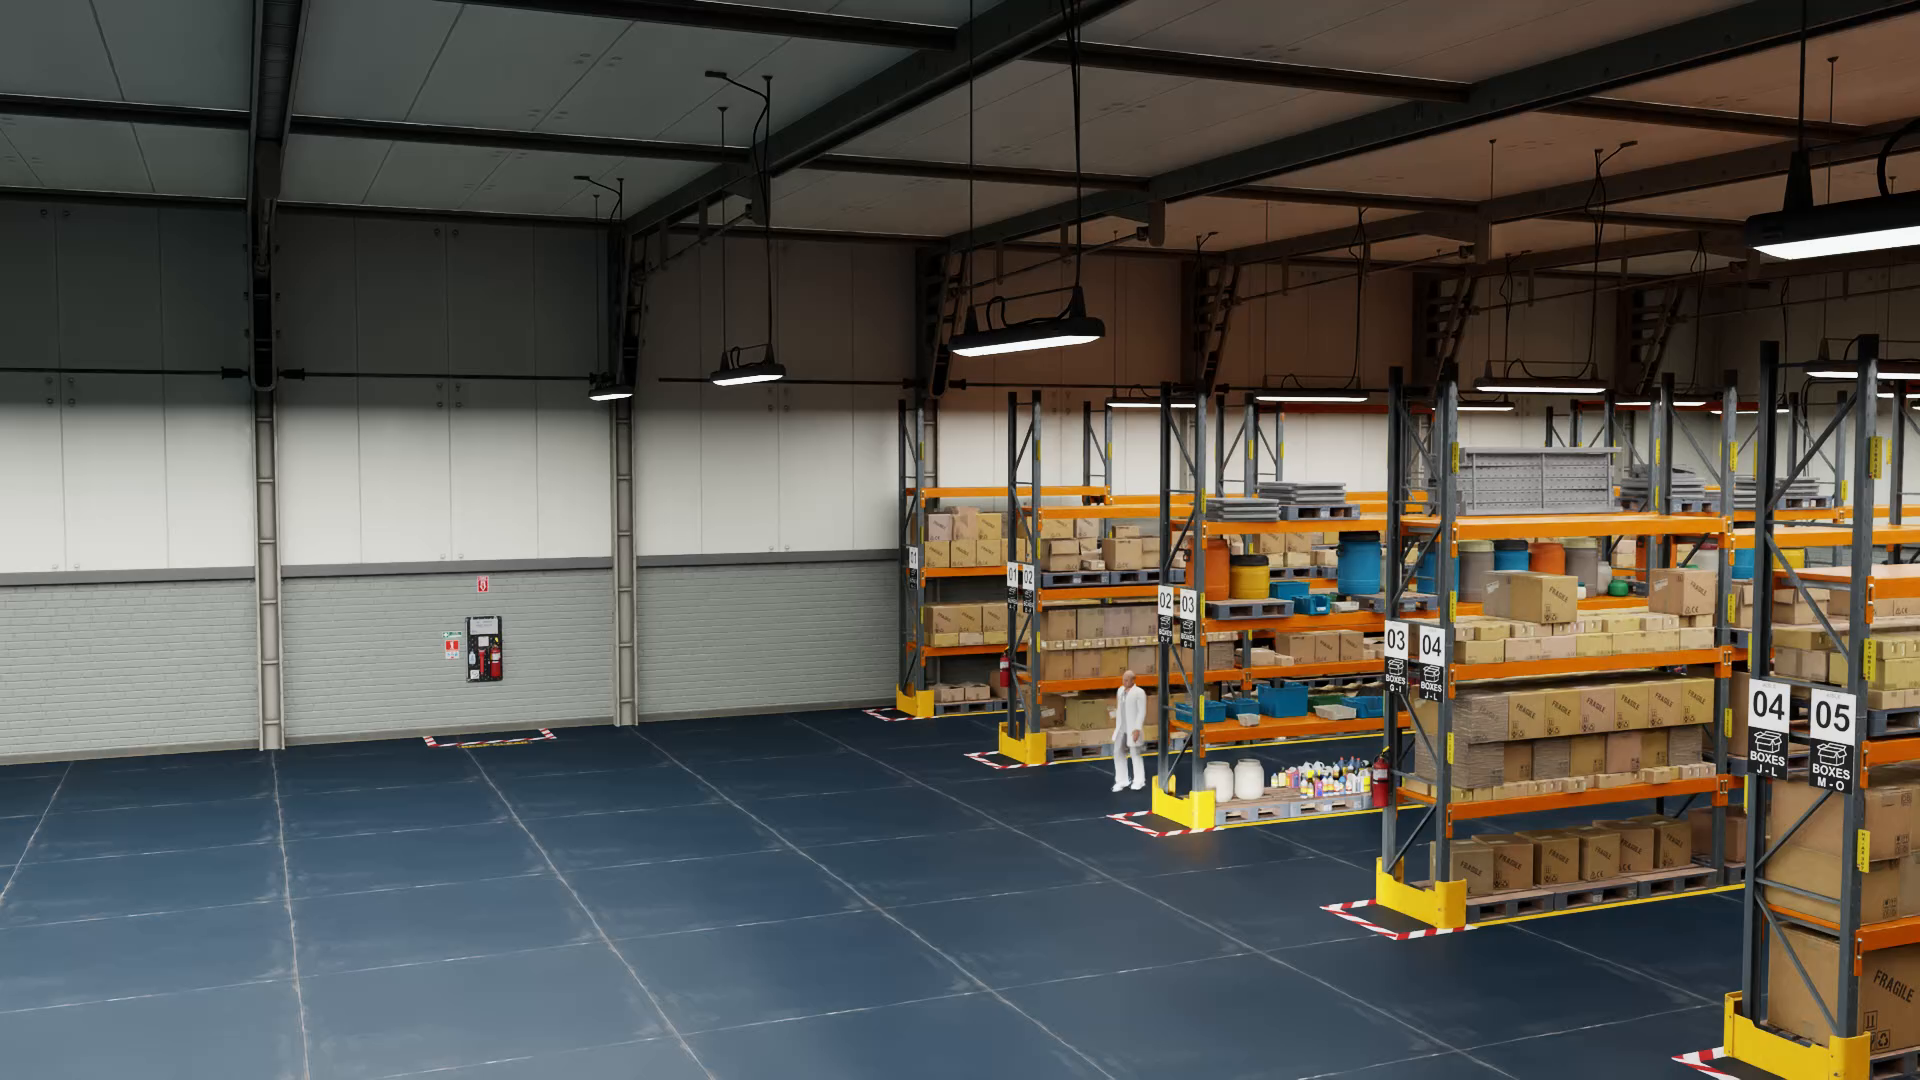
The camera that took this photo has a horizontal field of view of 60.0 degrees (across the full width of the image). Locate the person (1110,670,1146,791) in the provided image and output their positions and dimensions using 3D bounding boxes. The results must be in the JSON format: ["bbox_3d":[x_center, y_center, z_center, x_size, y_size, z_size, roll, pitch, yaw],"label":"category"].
[{"bbox_3d":[2.535,2.852,24.691,0.555,1.855,0.646,-3,4,-42],"label":"person"}]
